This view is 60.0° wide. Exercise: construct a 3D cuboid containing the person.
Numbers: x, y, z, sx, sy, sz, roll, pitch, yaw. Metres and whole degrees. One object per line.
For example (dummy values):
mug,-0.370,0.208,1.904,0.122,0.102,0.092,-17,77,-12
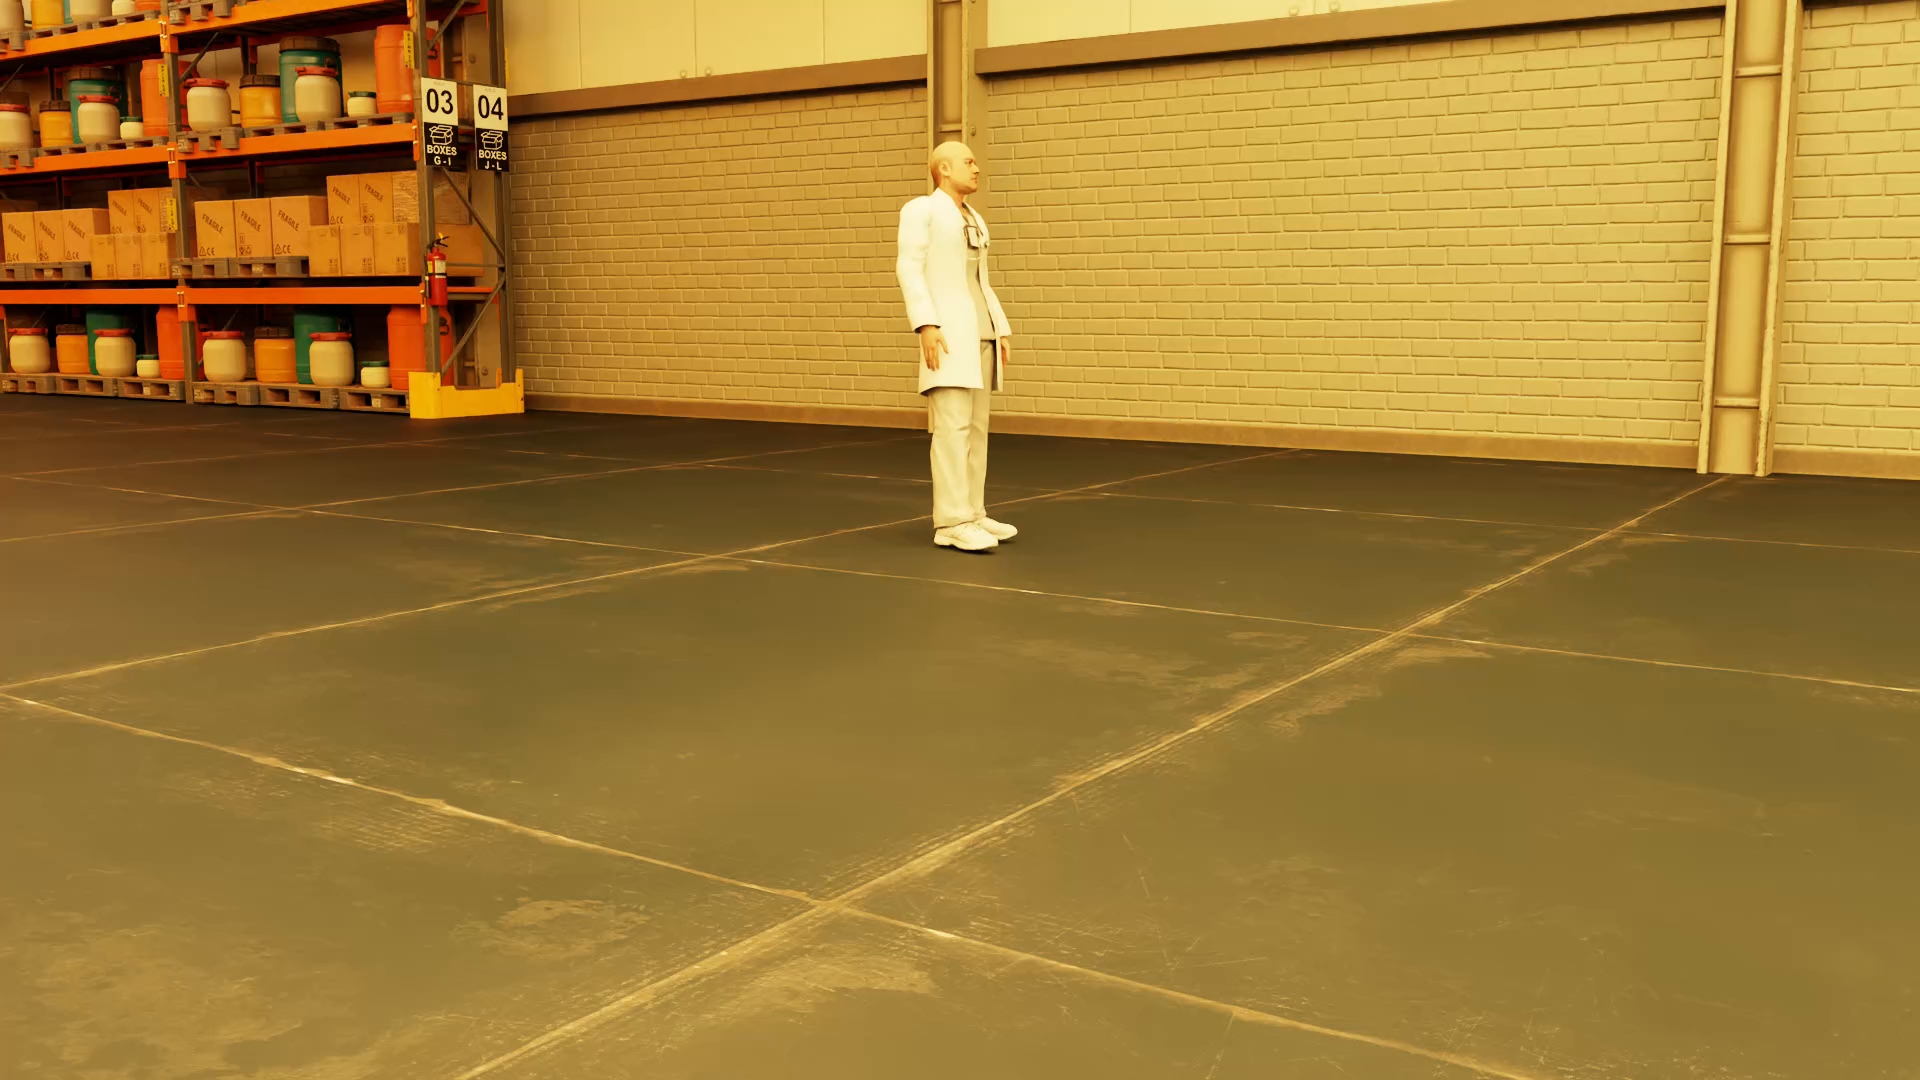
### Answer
person,0.074,-0.880,7.424,0.578,1.778,0.698,5,10,34
